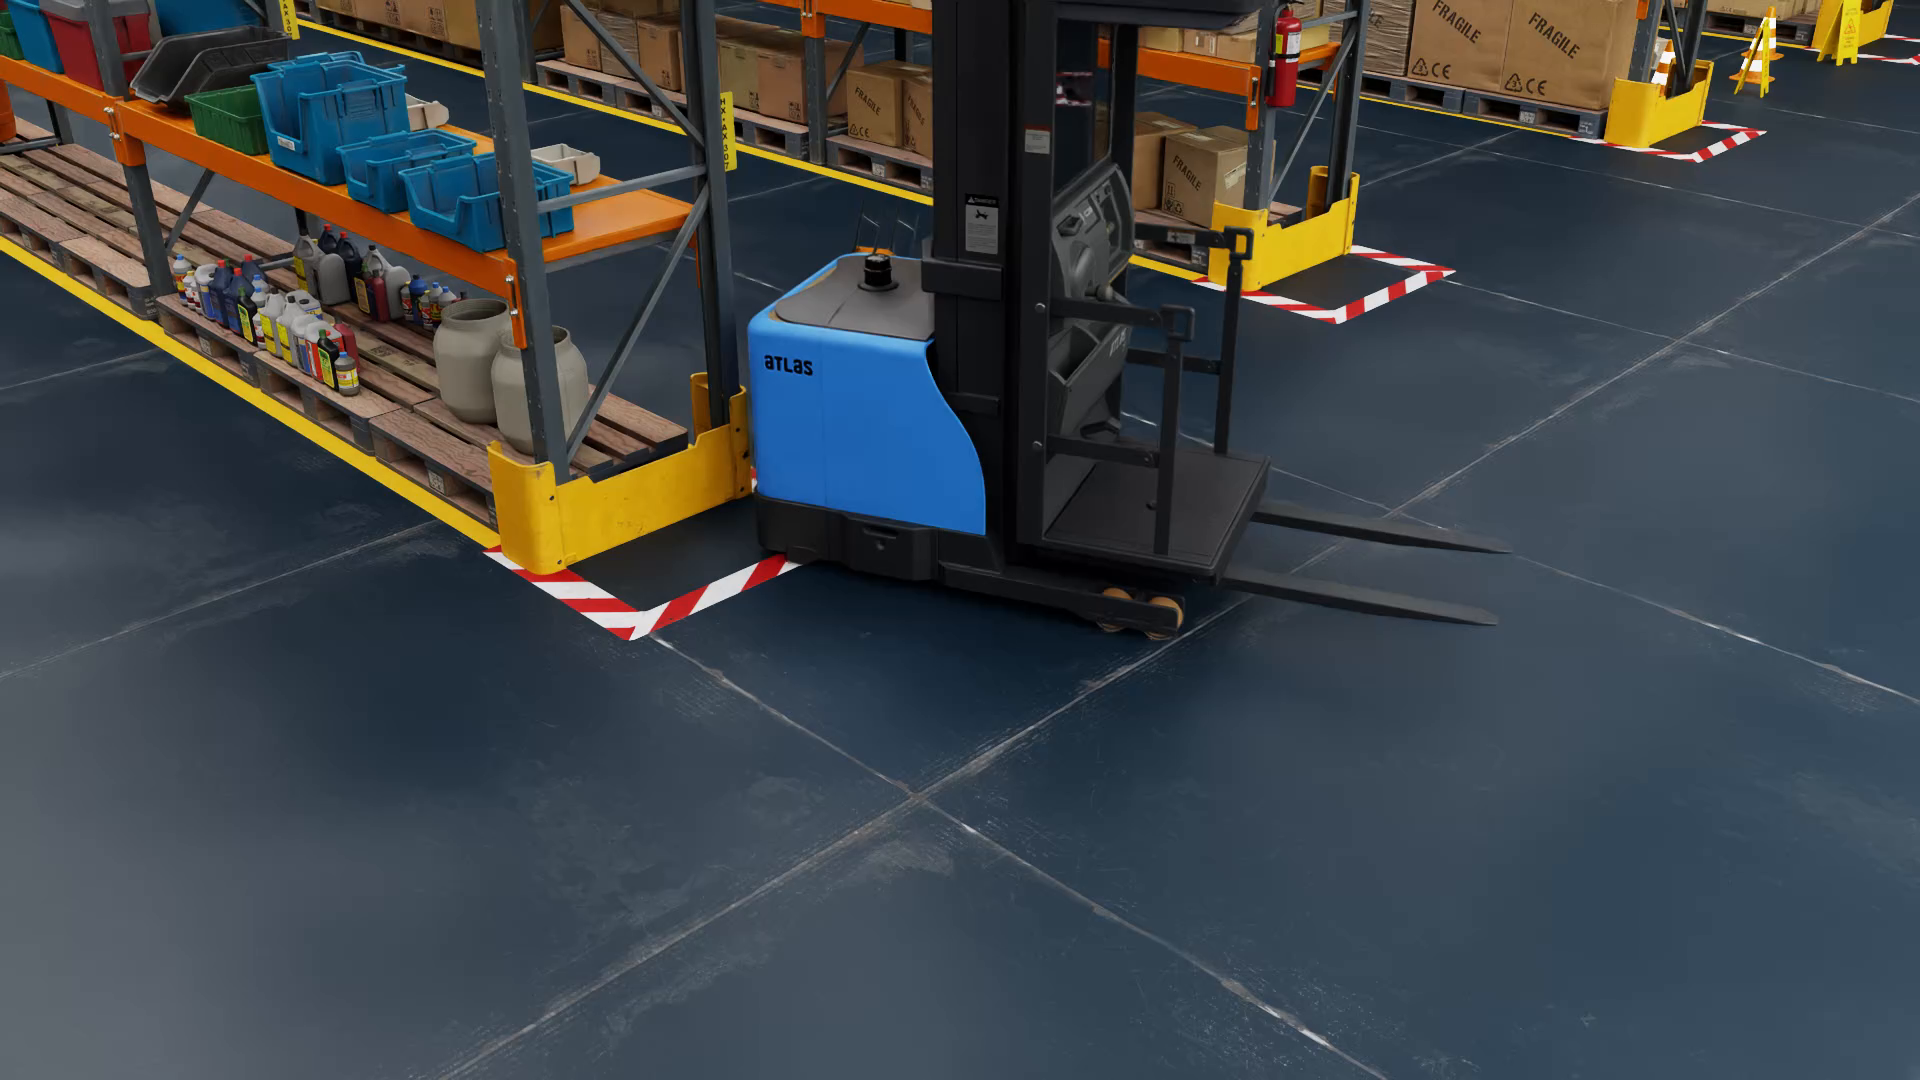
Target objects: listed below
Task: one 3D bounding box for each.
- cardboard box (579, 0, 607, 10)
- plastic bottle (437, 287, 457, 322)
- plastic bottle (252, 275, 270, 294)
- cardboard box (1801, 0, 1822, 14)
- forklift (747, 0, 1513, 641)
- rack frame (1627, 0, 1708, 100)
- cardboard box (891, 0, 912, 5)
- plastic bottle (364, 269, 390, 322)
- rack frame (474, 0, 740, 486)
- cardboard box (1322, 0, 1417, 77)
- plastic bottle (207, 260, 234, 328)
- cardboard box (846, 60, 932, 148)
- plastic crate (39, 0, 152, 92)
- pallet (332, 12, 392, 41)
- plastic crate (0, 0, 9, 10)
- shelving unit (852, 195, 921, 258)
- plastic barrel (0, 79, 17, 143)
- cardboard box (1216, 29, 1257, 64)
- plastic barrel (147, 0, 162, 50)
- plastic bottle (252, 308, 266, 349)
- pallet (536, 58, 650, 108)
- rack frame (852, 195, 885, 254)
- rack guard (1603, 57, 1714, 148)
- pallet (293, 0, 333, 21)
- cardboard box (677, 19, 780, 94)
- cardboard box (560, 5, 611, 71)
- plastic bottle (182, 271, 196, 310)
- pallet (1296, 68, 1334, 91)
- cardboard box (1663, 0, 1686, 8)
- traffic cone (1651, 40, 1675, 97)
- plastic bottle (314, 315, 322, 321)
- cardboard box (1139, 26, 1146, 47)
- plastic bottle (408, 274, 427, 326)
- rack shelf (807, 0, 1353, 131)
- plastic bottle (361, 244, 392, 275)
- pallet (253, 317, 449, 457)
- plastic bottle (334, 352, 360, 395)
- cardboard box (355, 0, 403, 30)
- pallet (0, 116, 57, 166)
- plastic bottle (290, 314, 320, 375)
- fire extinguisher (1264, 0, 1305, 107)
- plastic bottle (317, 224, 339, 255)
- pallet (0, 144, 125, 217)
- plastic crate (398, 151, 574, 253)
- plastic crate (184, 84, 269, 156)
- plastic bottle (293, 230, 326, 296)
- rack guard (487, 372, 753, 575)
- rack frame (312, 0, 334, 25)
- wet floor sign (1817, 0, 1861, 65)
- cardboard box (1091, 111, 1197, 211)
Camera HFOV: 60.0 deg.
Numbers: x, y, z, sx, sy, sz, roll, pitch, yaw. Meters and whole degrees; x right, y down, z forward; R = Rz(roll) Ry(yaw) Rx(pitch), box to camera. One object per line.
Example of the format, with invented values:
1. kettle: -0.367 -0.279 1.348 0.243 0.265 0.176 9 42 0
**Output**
1. cardboard box: -3.110 -4.874 14.703 0.500 0.250 0.500 -24 36 -37
2. plastic bottle: -2.696 -1.202 8.772 0.097 0.271 0.097 0 28 0
3. plastic bottle: -3.756 -1.292 8.943 0.097 0.271 0.097 0 28 0
4. cardboard box: 8.662 -5.665 17.303 0.500 0.250 0.500 24 36 38
5. forklift: 0.703 -1.185 6.354 3.031 2.935 1.130 10 29 19
6. rack frame: 5.645 -4.665 12.899 0.127 3.000 1.000 25 36 38
7. cardboard box: -0.263 -3.839 11.598 0.250 0.149 0.380 25 36 38
8. plastic bottle: -3.162 -1.333 9.009 0.133 0.283 0.061 25 36 38
9. rack frame: -1.377 -1.408 6.705 0.127 3.000 1.000 25 36 38
10. cardboard box: 3.838 -4.694 14.786 0.875 0.875 0.875 25 37 39
11. plastic bottle: -3.945 -1.335 8.939 0.144 0.351 0.185 -24 36 -38
12. cardboard box: -0.500 -3.293 12.524 0.500 0.500 0.500 23 36 37
13. plastic crate: -4.789 -2.798 9.280 0.583 0.464 0.402 25 36 38
14. pallet: -5.858 -5.506 17.495 1.213 0.211 1.003 25 36 38
15. plastic crate: -6.144 -3.418 10.459 0.583 0.464 0.402 25 36 38
16. shelving unit: -0.443 -0.996 7.842 0.189 1.200 0.258 1 24 -29
17. plastic barrel: -7.442 -3.398 12.370 0.708 0.830 0.600 25 36 38
18. cardboard box: 1.748 -2.965 9.936 0.250 0.149 0.380 25 36 38
19. plastic barrel: -4.758 -3.158 9.888 0.433 0.535 0.433 0 28 0
20. plastic bottle: -3.624 -1.107 8.666 0.097 0.201 0.097 0 28 0
21. pallet: -3.053 -4.173 14.958 1.213 0.211 1.003 25 36 38
22. rack frame: -0.523 -0.998 7.797 0.006 1.200 0.240 1 24 -29
23. rack guard: 5.662 -3.551 13.466 0.348 0.500 1.175 25 36 38
24. pallet: -6.949 -6.007 18.448 1.213 0.211 1.003 25 36 38
25. cardboard box: -1.906 -3.997 13.842 0.500 0.500 0.700 21 34 34
26. cardboard box: -3.117 -4.539 14.872 0.500 0.500 0.700 22 35 36
27. plastic bottle: -4.237 -1.387 9.199 0.097 0.201 0.097 0 28 0
28. pallet: 3.280 -4.462 15.509 1.213 0.211 1.003 25 36 38
29. cardboard box: 7.537 -5.825 17.607 0.500 0.250 0.500 23 35 37
30. traffic cone: 6.262 -4.187 14.715 0.334 0.463 0.336 25 36 38
31. plastic bottle: -3.321 -1.062 8.580 0.097 0.201 0.097 0 28 0
32. cardboard box: 1.188 -3.198 10.379 0.250 0.149 0.380 25 36 38
33. plastic bottle: -2.912 -1.301 8.960 0.097 0.271 0.097 0 28 0
34. rack shelf: 0.669 -3.386 11.240 4.000 0.370 1.077 25 36 38
35. plastic bottle: -3.201 -1.453 9.164 0.185 0.351 0.144 24 36 38
36. pallet: -2.905 -0.848 8.636 1.213 0.211 1.003 25 36 38
37. plastic bottle: -2.994 -0.818 8.117 0.097 0.201 0.097 0 28 0
38. cardboard box: -5.353 -5.719 16.736 0.875 0.875 1.225 23 36 37
39. pallet: -7.673 -3.028 12.781 1.213 0.211 1.003 25 36 38
40. plastic bottle: -3.253 -0.988 8.359 0.135 0.276 0.152 23 36 37
41. fire extinguisher: 1.854 -2.827 9.487 0.183 0.674 0.296 25 36 38
42. plastic bottle: -3.568 -1.621 9.484 0.185 0.351 0.144 23 36 37
43. pallet: -6.556 -2.519 11.813 1.213 0.211 1.003 25 36 38
44. plastic crate: -1.944 -1.406 6.861 0.616 0.251 0.499 25 36 38
45. plastic crate: -3.459 -2.083 8.216 0.662 0.188 0.450 25 36 38
46. plastic bottle: -3.669 -1.573 9.393 0.185 0.351 0.144 25 36 38
47. rack guard: -1.464 -0.311 7.304 0.348 0.500 1.175 25 36 38
48. rack frame: -6.461 -6.967 17.278 0.127 3.000 1.000 25 36 38
49. wet floor sign: 8.429 -4.882 15.840 0.267 0.644 0.232 -13 30 -22
50. cardboard box: 1.212 -2.524 11.062 0.500 0.500 0.500 -15 31 -27
